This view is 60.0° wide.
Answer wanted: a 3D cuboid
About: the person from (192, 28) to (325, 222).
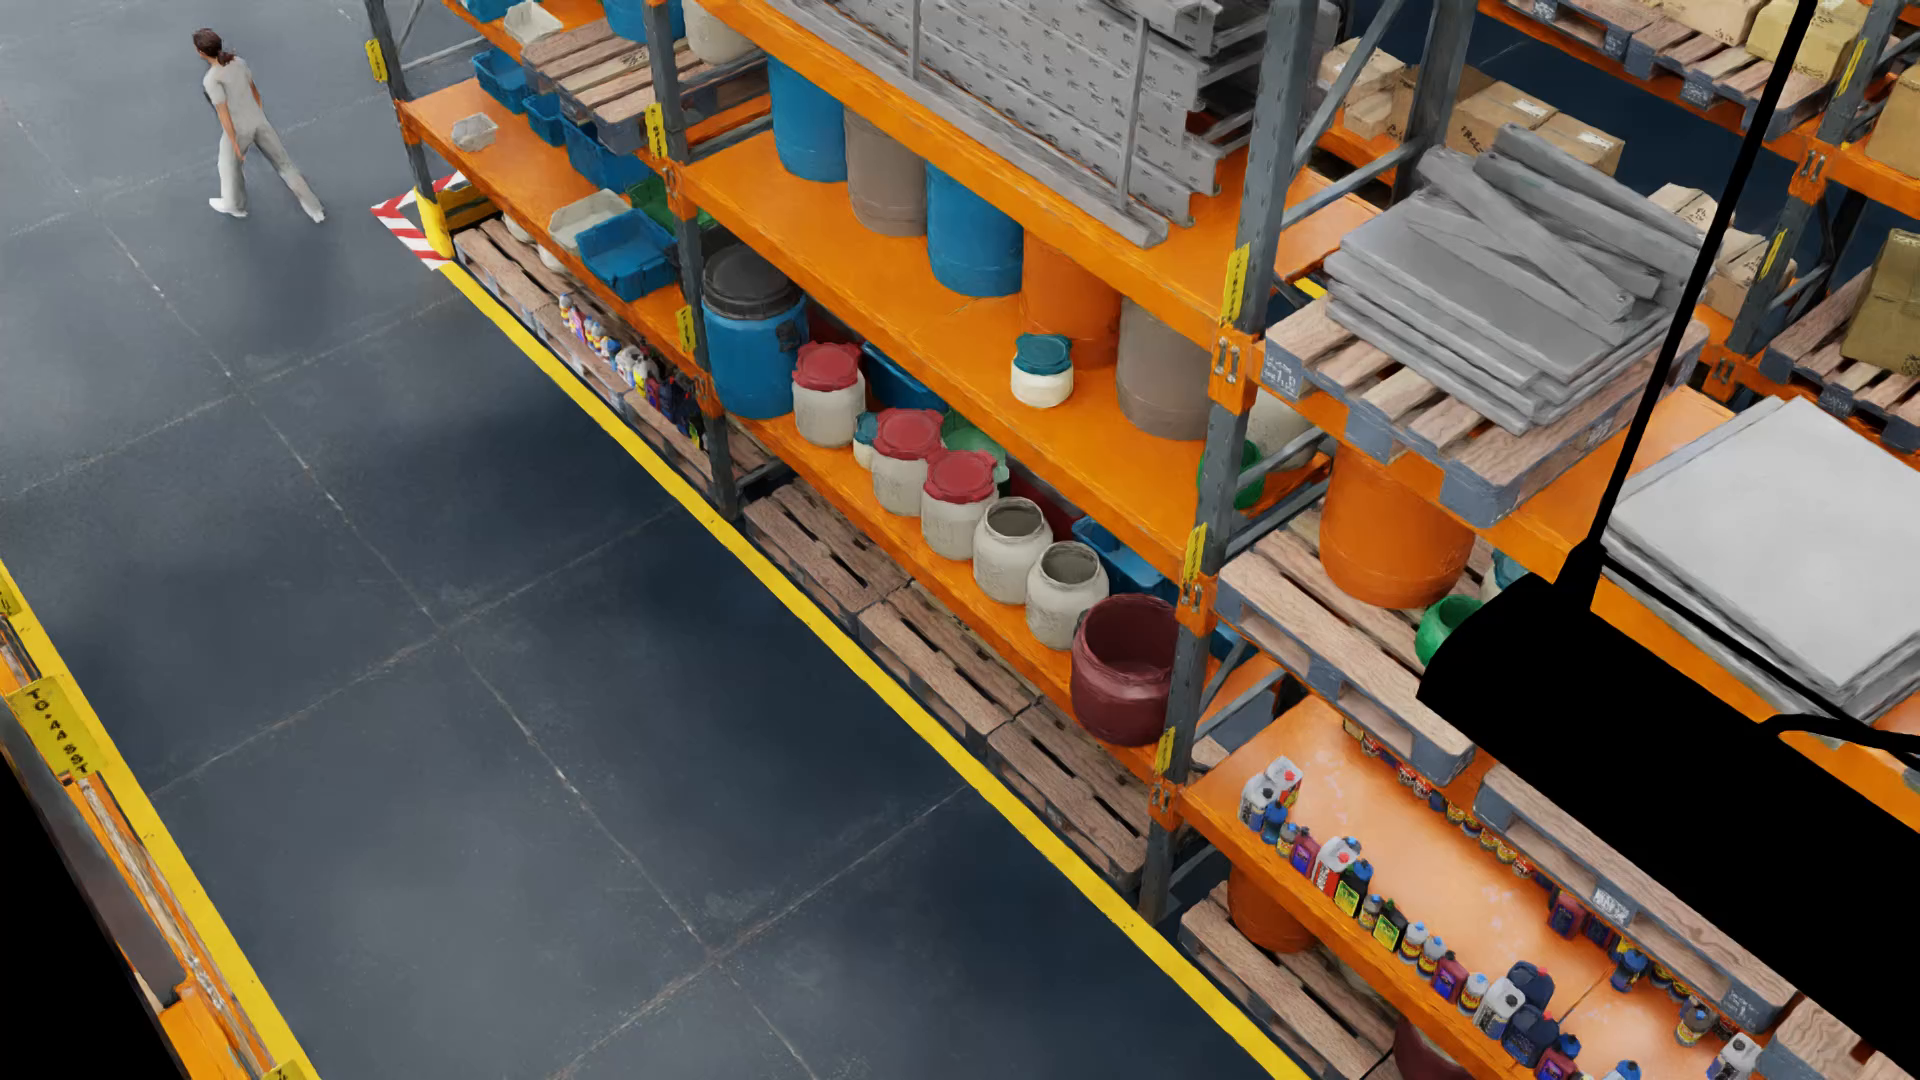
[{"bbox_3d":[-5.568,-3.205,12.926,0.951,1.604,0.481,20,50,18],"label":"person"}]
